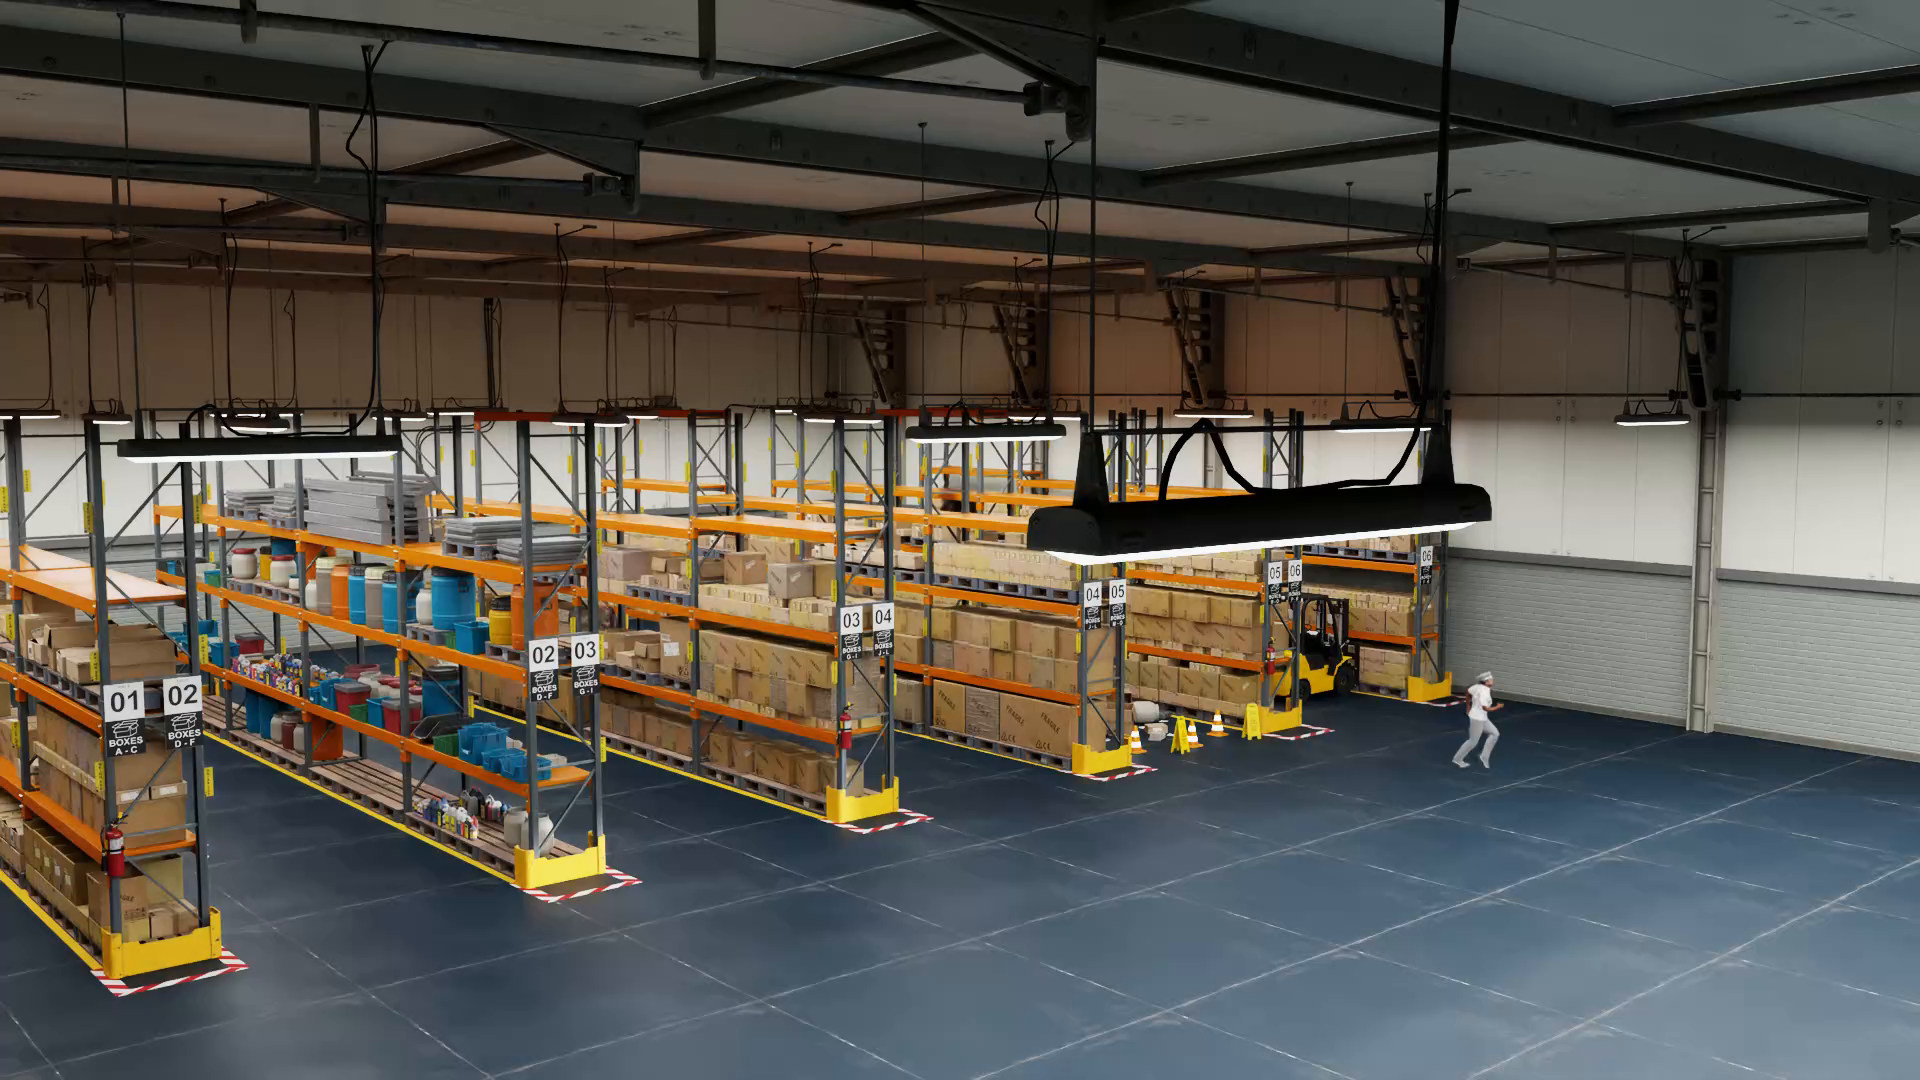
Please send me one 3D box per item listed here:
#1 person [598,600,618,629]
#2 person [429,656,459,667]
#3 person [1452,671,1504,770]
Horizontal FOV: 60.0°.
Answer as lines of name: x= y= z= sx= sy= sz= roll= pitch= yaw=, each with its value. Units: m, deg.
person: x=-8.006 y=2.167 z=37.413 sx=0.733 sy=1.824 sz=0.976 roll=-3 pitch=6 yaw=-34
person: x=-9.951 y=2.630 z=32.359 sx=0.663 sy=1.775 sz=0.833 roll=-5 pitch=7 yaw=-44
person: x=8.731 y=3.036 z=28.005 sx=0.811 sy=1.696 sz=0.601 roll=1 pitch=5 yaw=14
